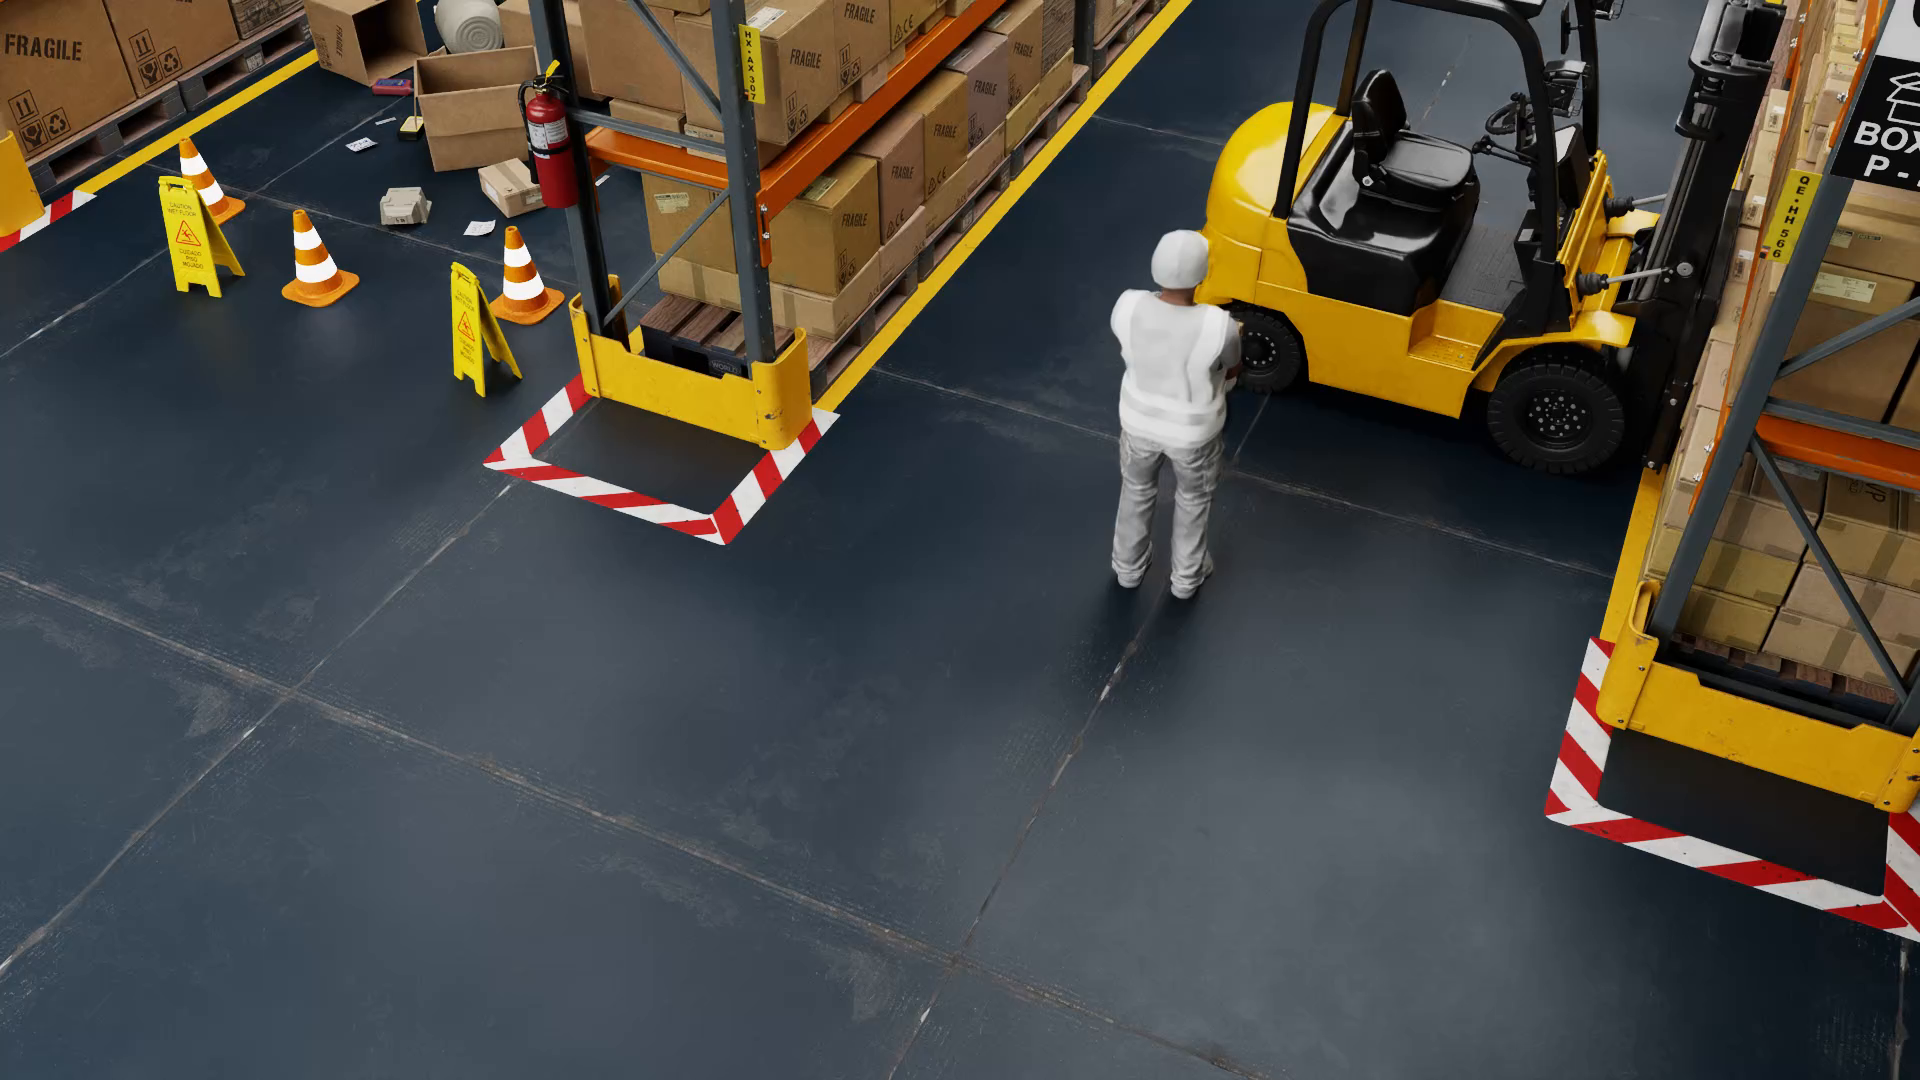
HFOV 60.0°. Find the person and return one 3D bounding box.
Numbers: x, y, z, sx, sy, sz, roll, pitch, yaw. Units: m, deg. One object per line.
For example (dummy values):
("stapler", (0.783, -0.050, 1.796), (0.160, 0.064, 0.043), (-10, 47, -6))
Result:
("person", (0.880, -0.543, 6.756), (0.495, 1.784, 0.573), (16, 44, 18))
